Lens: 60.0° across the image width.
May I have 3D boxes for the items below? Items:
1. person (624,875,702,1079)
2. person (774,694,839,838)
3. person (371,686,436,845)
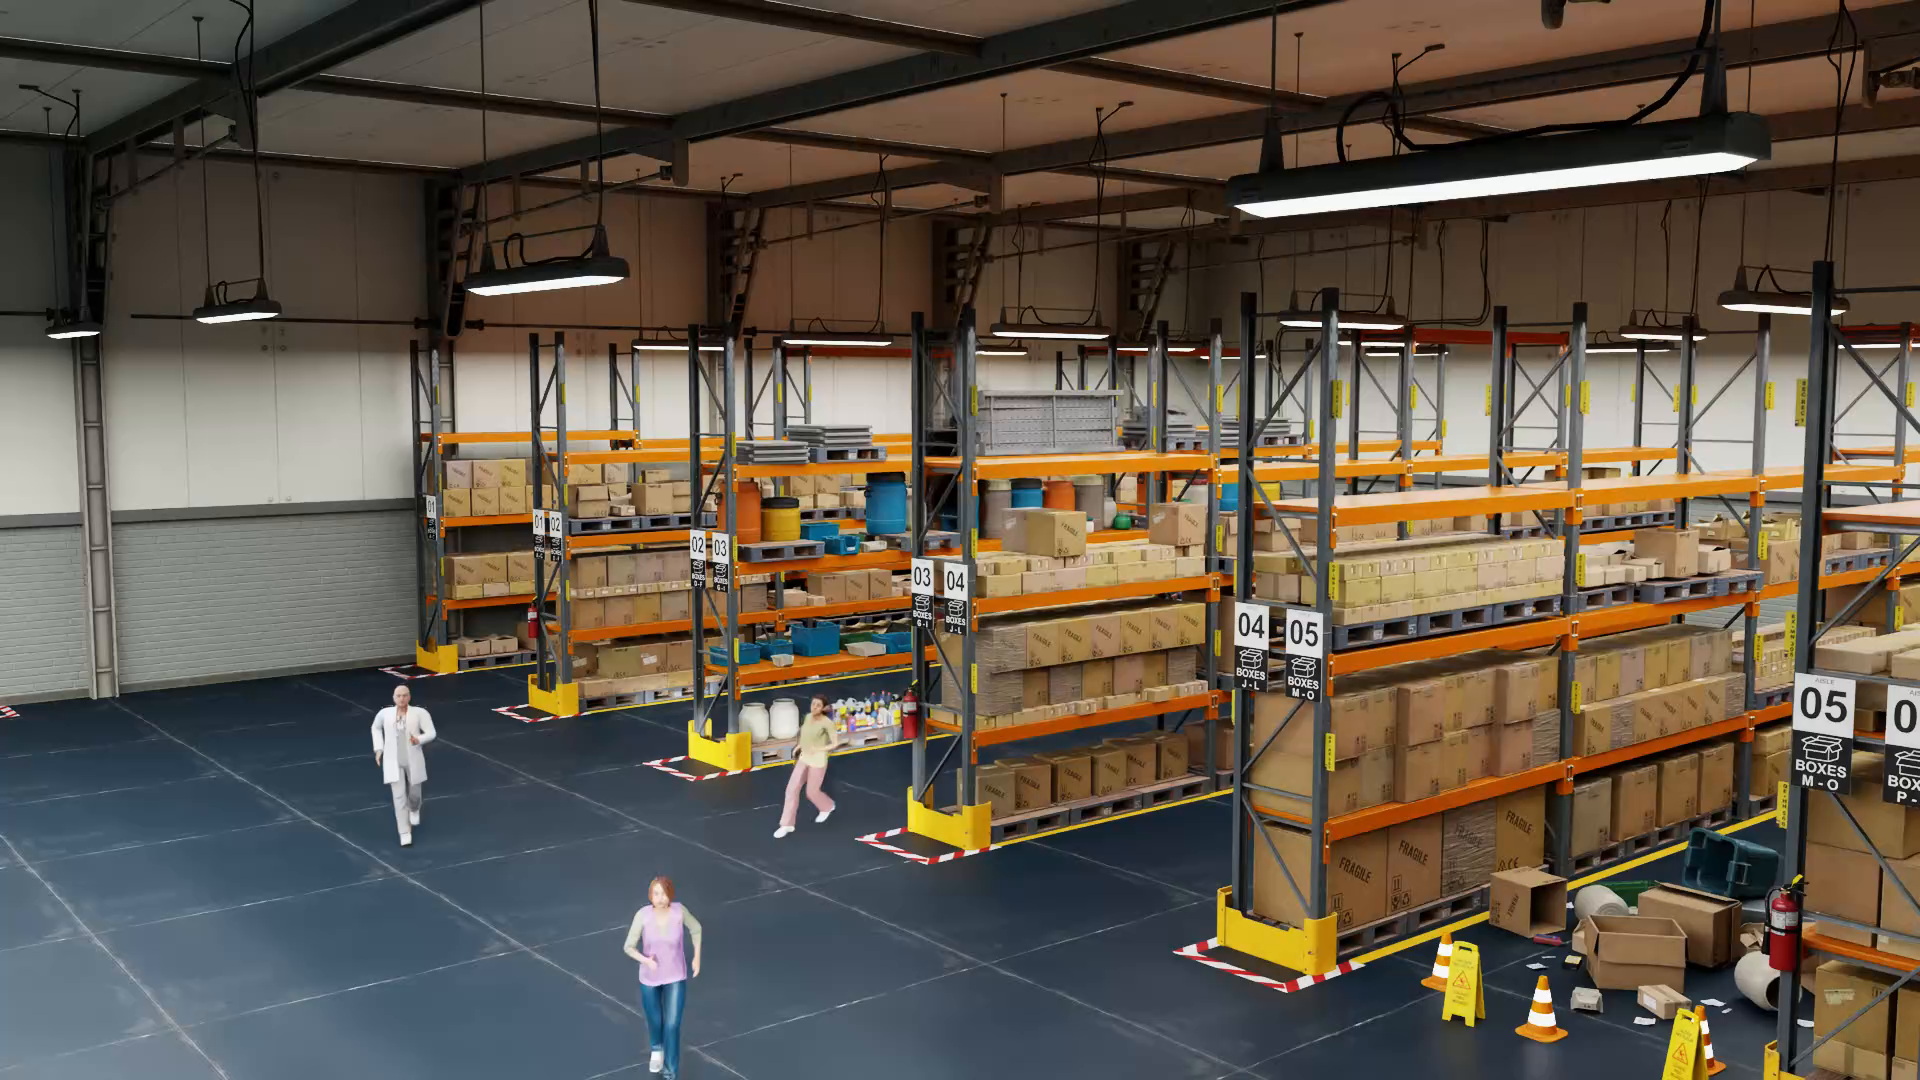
[{"bbox_3d":[-2.170,3.240,12.188,0.557,1.634,0.758,-1,5,-7],"label":"person"},{"bbox_3d":[-1.668,2.568,19.152,0.611,1.632,0.922,4,6,34],"label":"person"},{"bbox_3d":[-6.332,2.521,18.949,0.709,1.756,0.954,-2,6,-16],"label":"person"}]
